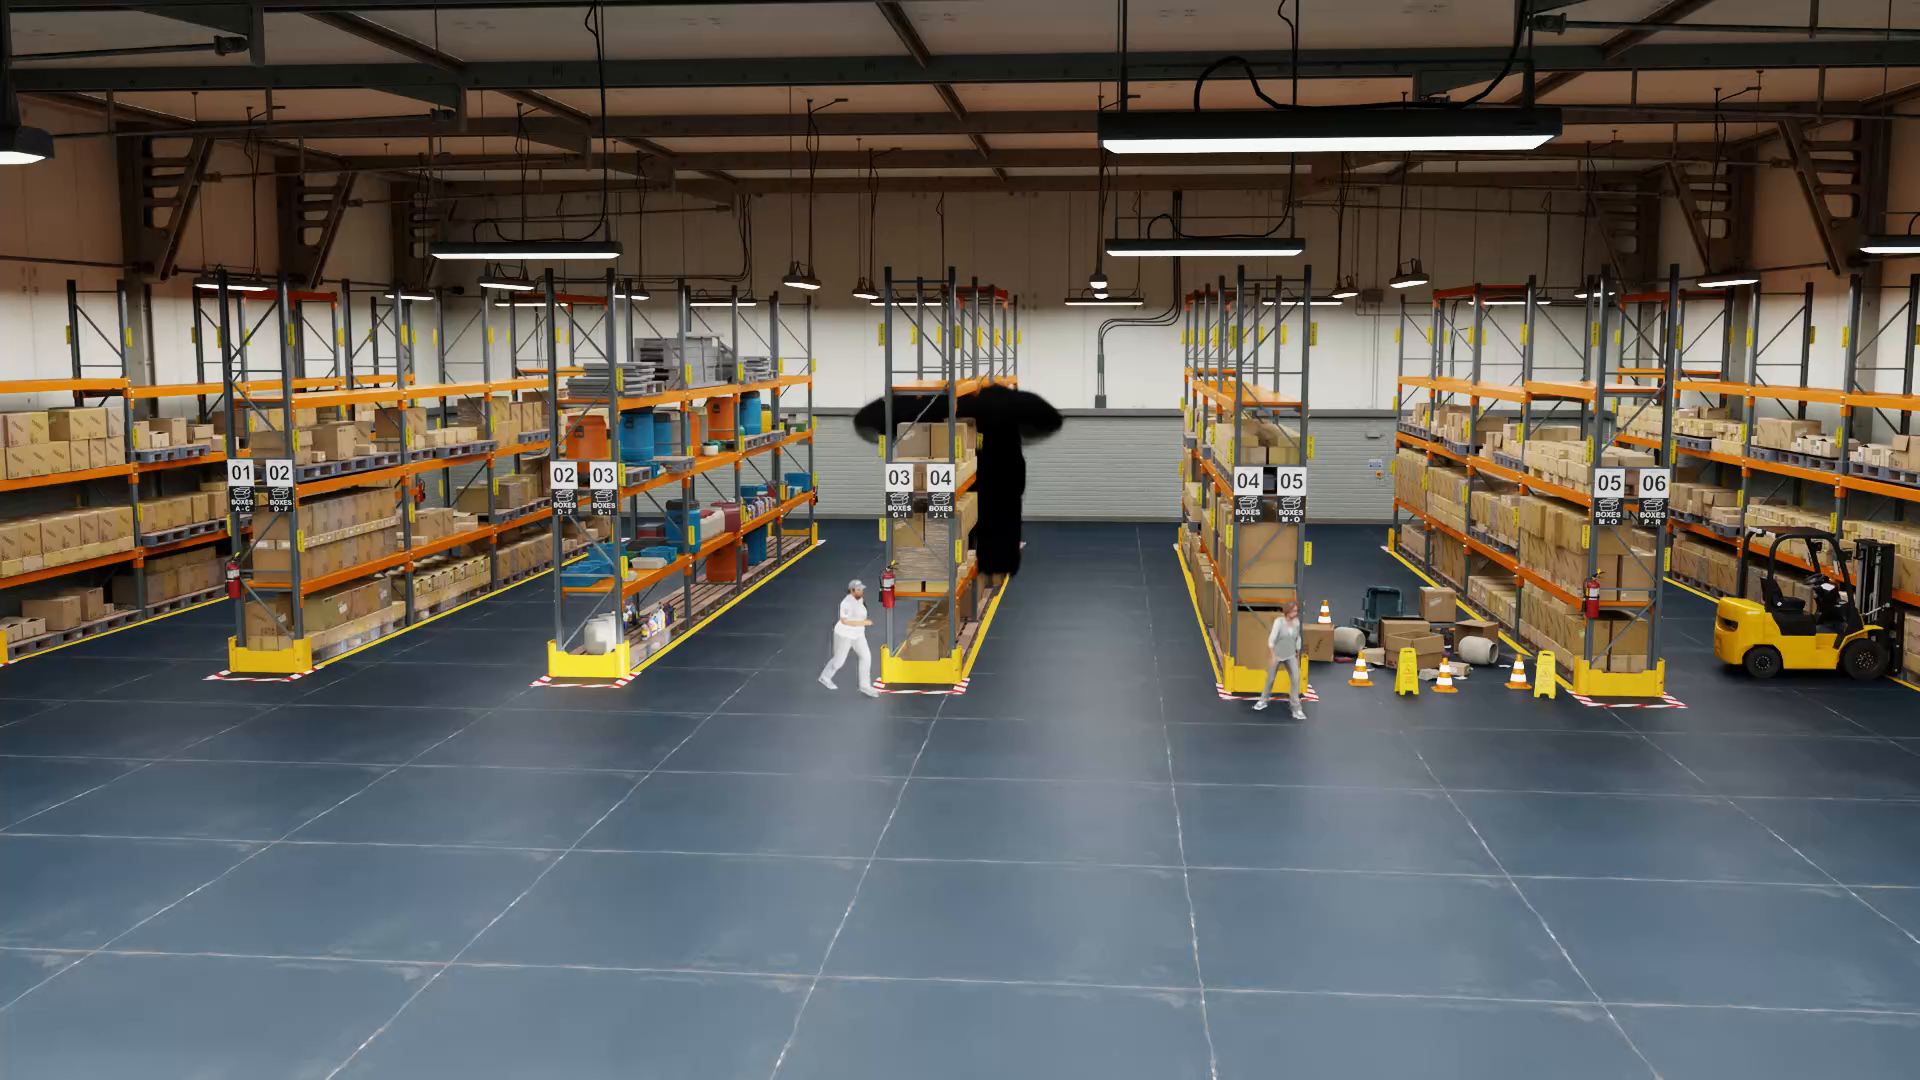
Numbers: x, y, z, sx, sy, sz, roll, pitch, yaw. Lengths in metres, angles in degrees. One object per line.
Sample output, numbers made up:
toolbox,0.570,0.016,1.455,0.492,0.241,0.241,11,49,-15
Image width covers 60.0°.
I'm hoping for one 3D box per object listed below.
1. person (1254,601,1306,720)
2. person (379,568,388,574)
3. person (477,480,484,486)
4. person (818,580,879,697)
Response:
person,4.283,1.561,22.066,0.548,1.543,0.846,-2,7,-15
person,-11.640,0.072,33.326,0.637,1.766,0.778,1,7,6
person,-11.068,-0.515,38.470,0.642,1.746,0.714,0,7,3
person,-1.579,1.364,23.353,0.956,1.656,0.607,5,8,34
